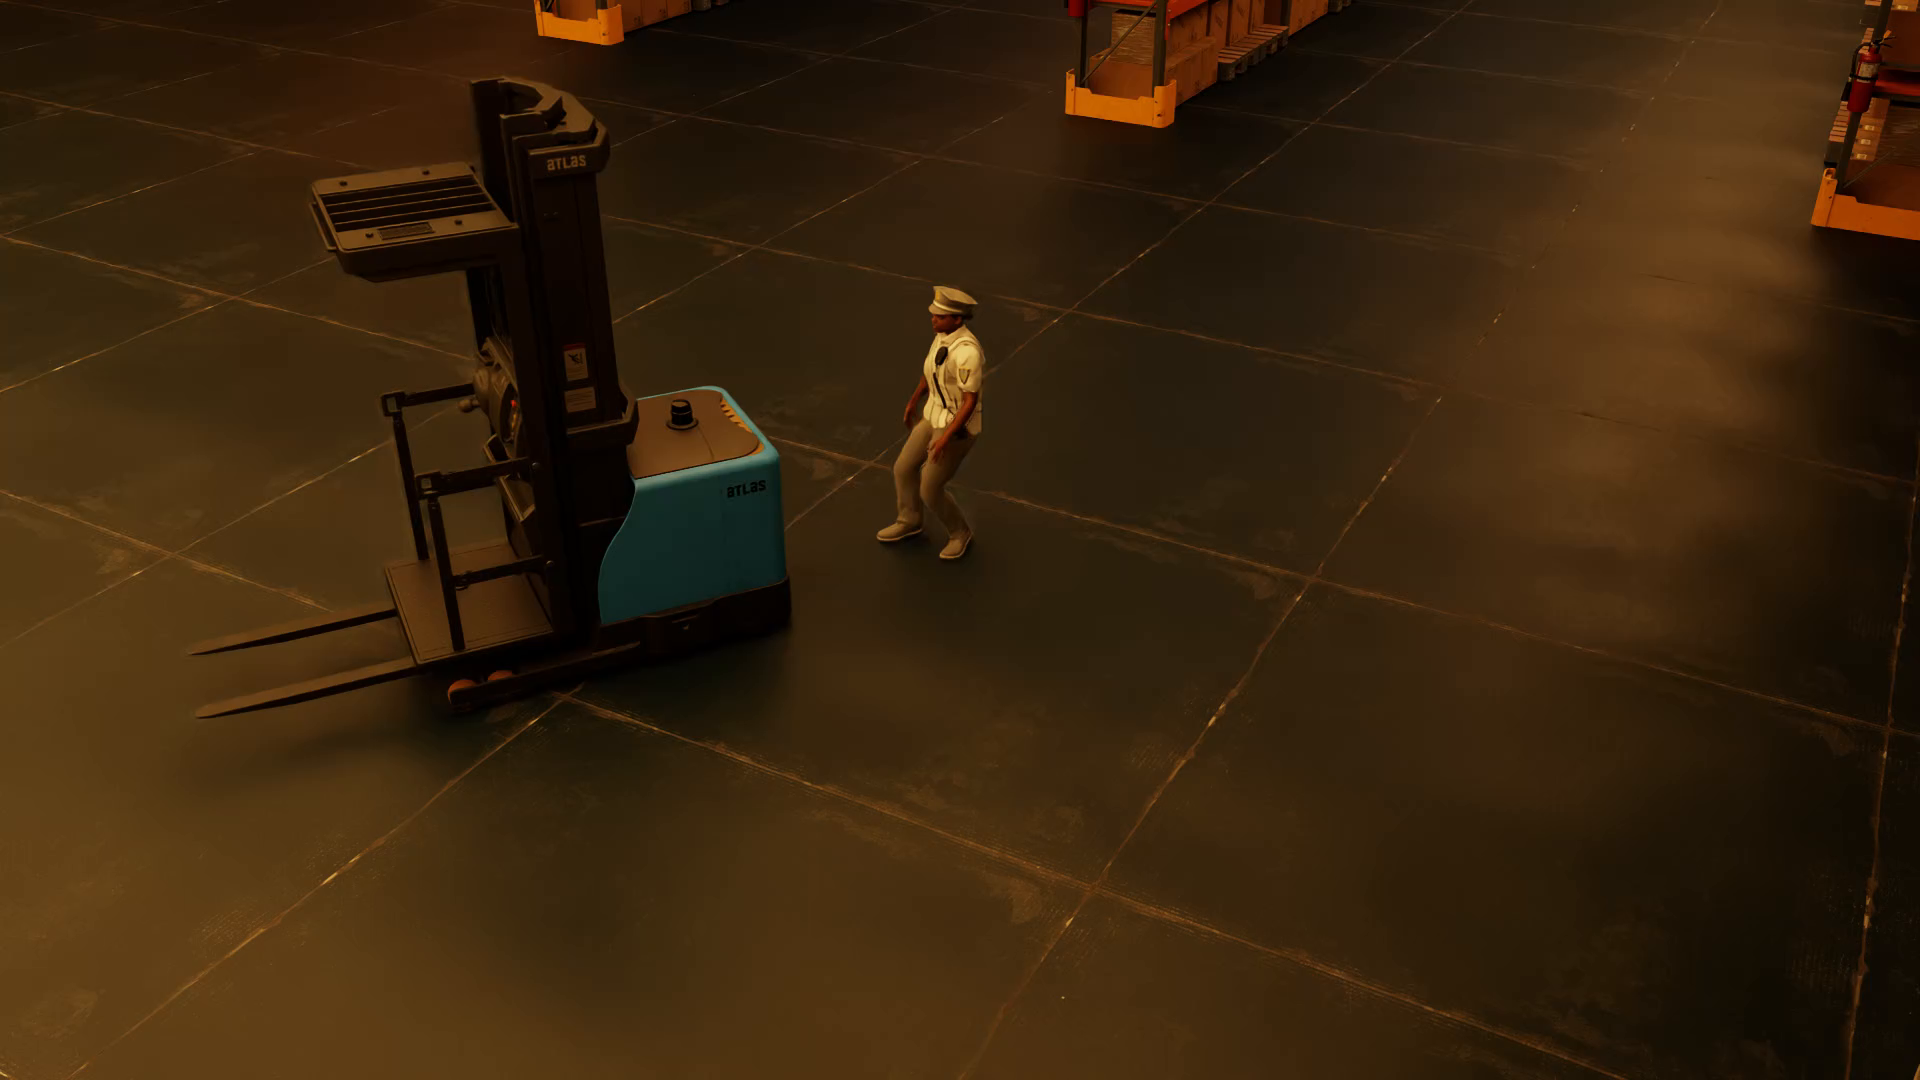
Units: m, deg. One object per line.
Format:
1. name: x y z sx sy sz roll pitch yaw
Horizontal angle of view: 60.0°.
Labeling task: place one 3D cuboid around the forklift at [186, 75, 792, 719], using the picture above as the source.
1. forklift: -2.486 -0.692 8.270 3.031 2.935 1.130 -14 33 -22

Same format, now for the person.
1. person: -0.176 -0.681 9.553 0.587 1.629 0.643 -10 31 -17
